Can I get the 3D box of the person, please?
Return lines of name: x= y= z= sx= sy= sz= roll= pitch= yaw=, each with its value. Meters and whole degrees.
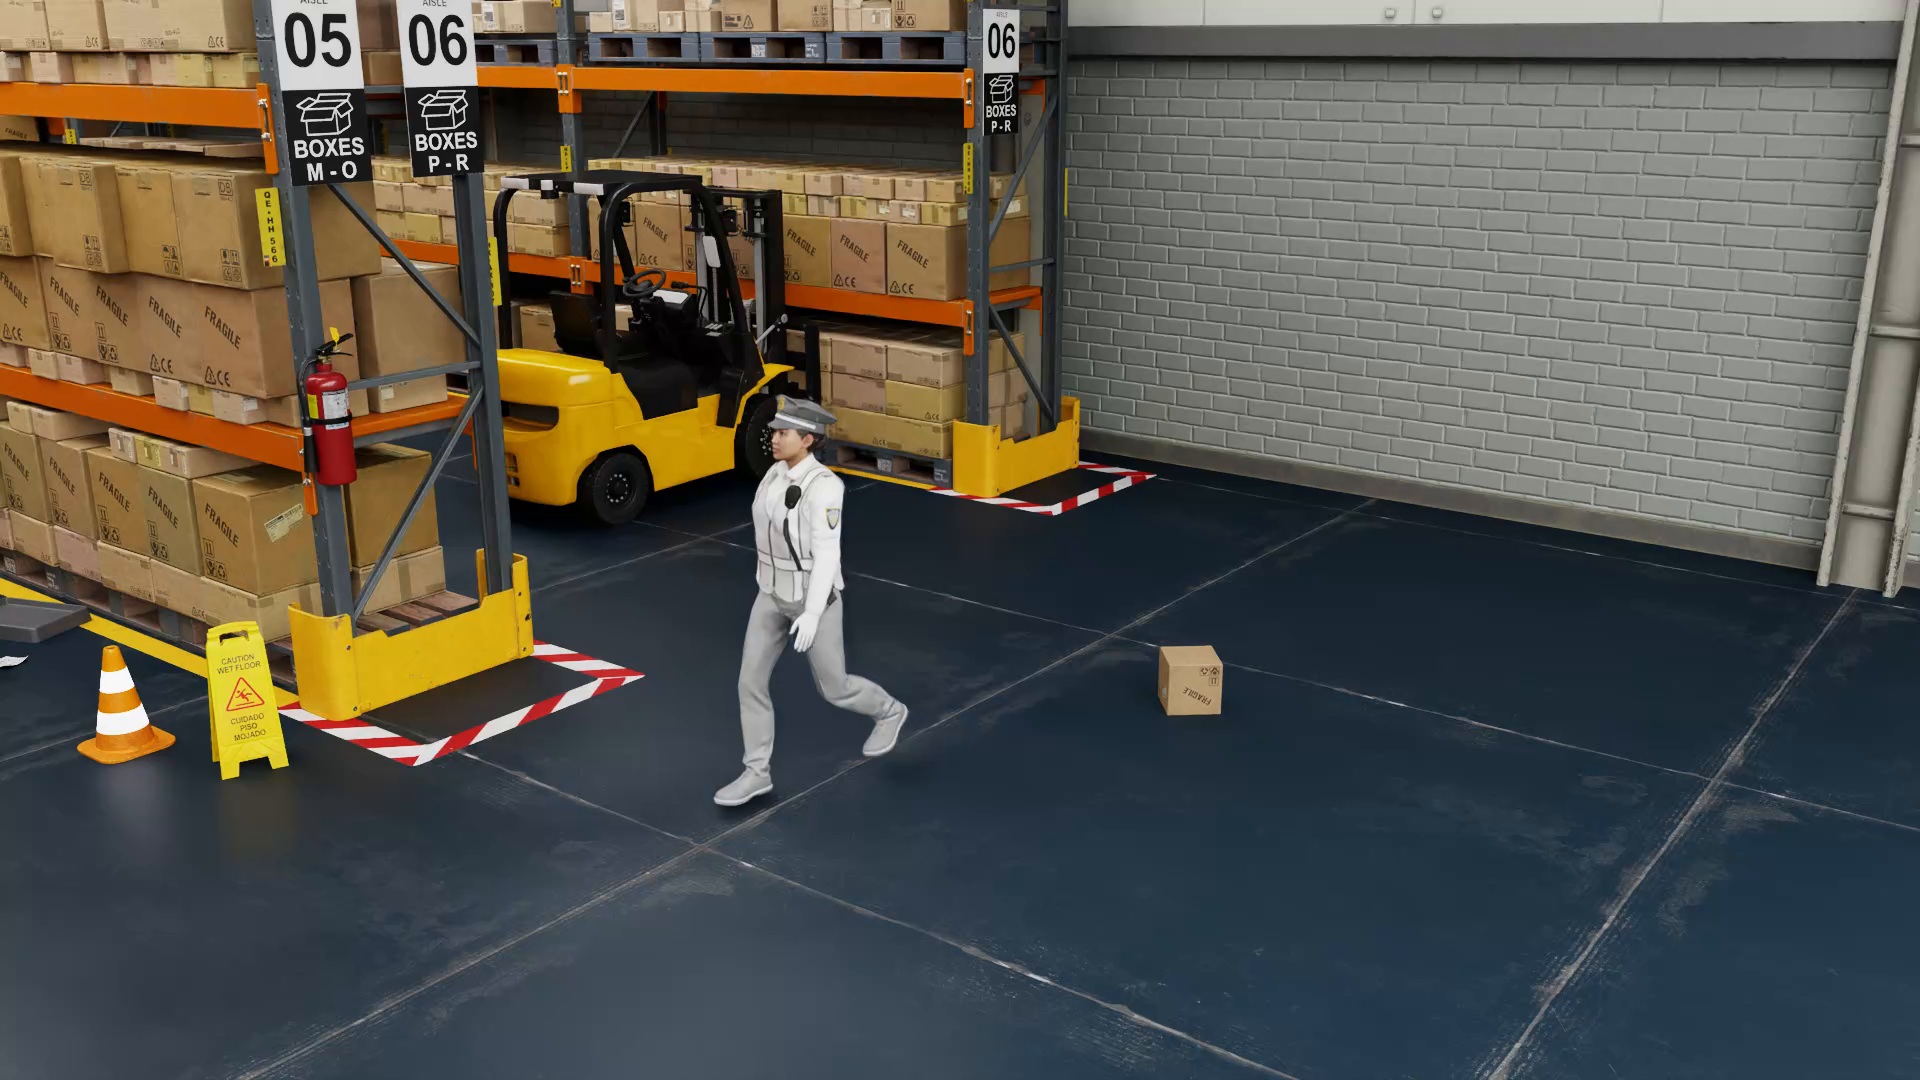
person: x=-0.620 y=0.210 z=6.747 sx=0.478 sy=1.644 sz=0.928 roll=15 pitch=23 yaw=41
